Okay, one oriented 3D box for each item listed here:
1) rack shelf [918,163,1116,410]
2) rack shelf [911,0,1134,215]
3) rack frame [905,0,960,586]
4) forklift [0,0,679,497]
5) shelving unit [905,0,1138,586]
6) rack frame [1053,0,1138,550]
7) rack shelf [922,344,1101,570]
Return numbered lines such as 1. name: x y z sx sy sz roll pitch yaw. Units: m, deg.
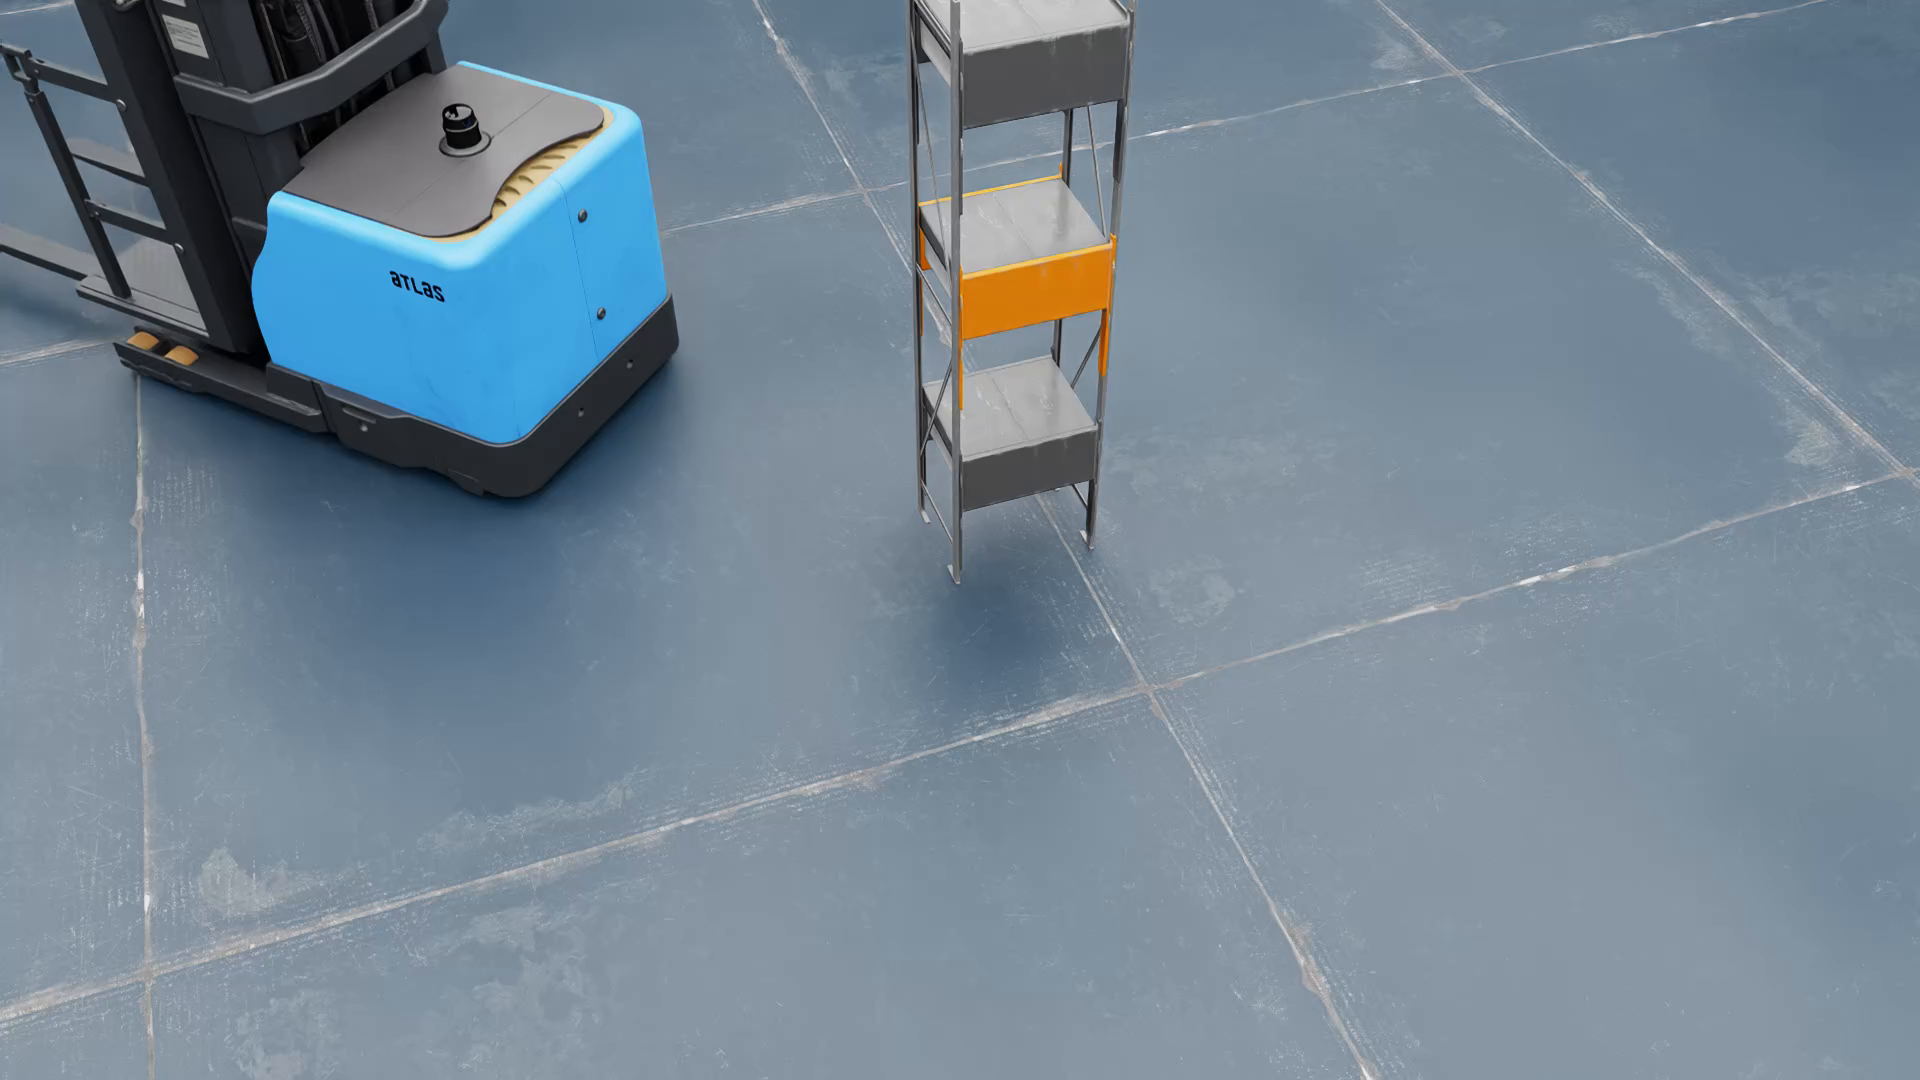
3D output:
1. rack shelf: 0.156 -0.771 5.056 0.480 0.518 0.431 -14 47 -14
2. rack shelf: 0.156 -1.266 4.560 0.480 0.518 0.431 -14 47 -14
3. rack frame: -0.074 -0.722 4.987 0.015 2.100 0.400 -14 47 -14
4. forklift: -2.635 -1.916 5.590 3.031 2.935 1.130 19 48 18
5. shelving unit: 0.156 -0.781 5.046 0.503 2.100 0.431 -14 47 -14
6. rack frame: 0.385 -0.840 5.104 0.015 2.100 0.400 -14 47 -14
7. rack shelf: 0.156 -0.277 5.551 0.480 0.518 0.431 -14 47 -14
